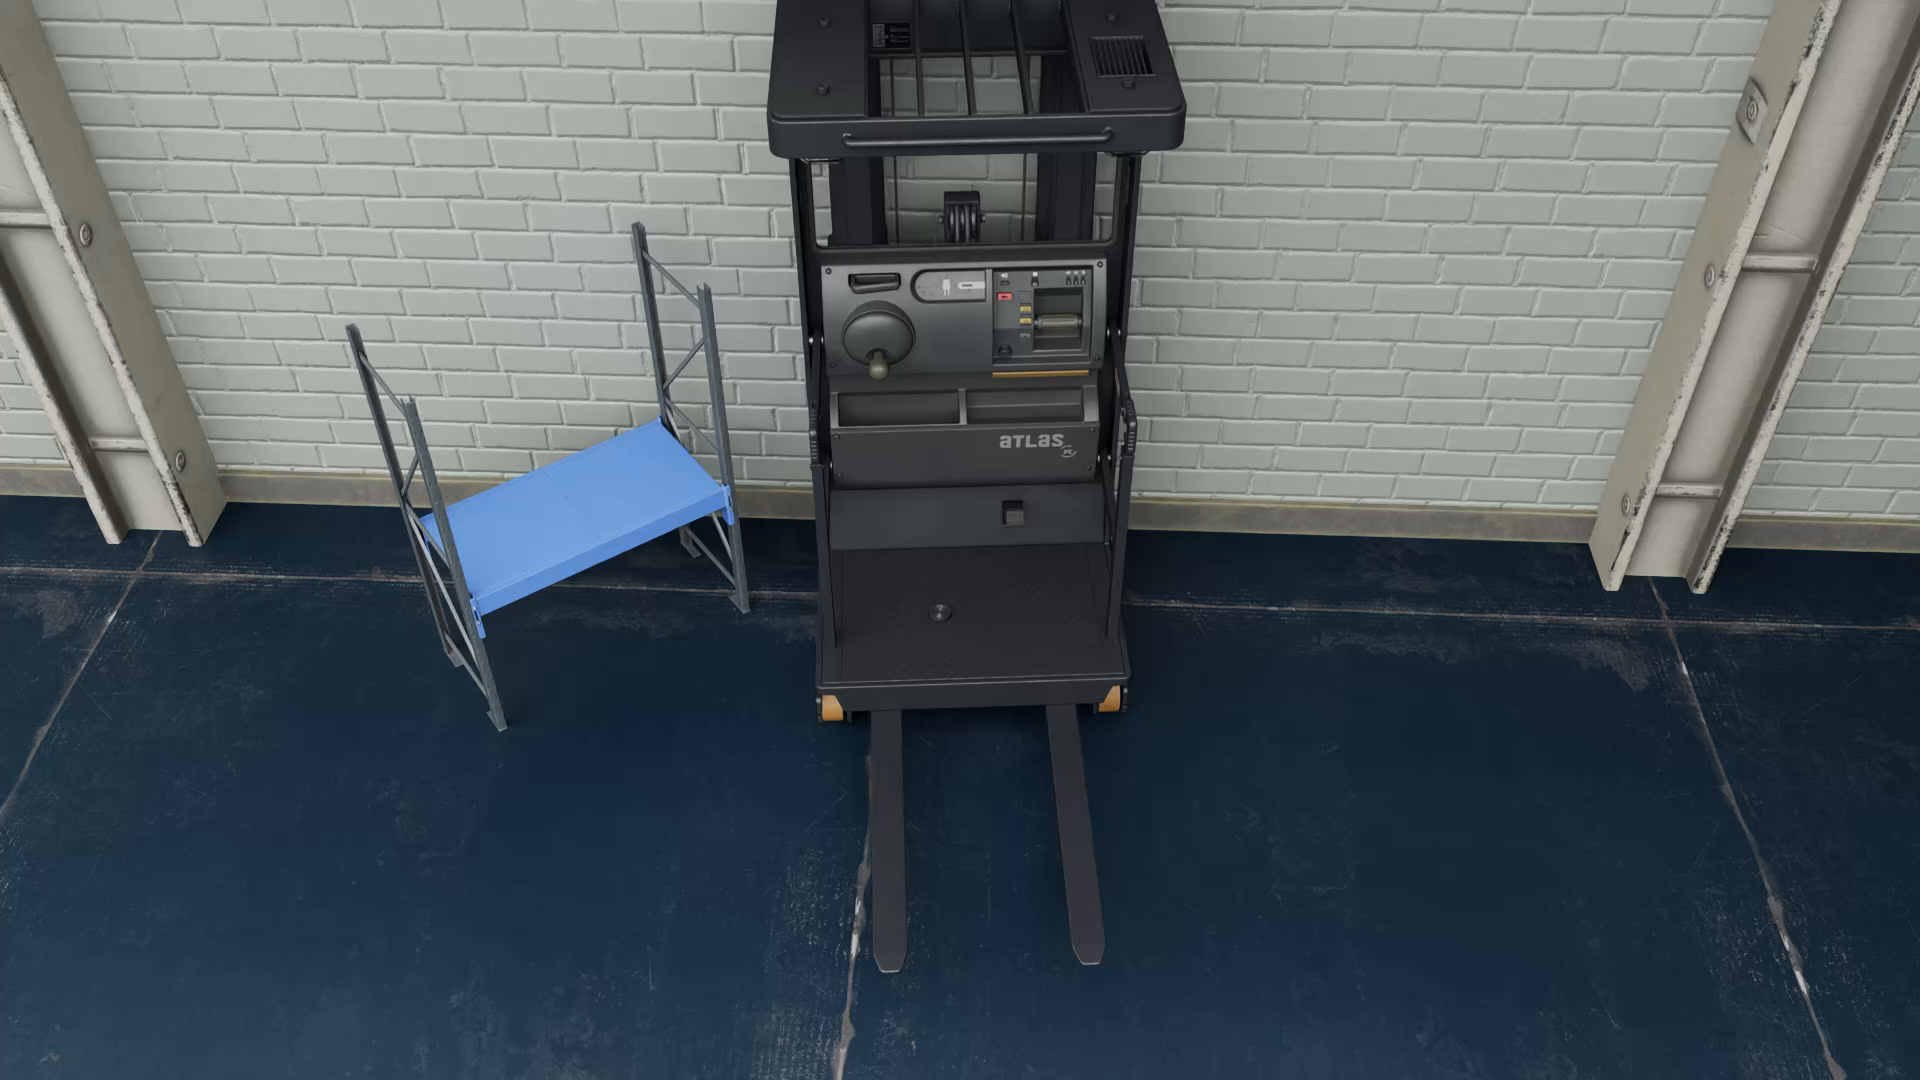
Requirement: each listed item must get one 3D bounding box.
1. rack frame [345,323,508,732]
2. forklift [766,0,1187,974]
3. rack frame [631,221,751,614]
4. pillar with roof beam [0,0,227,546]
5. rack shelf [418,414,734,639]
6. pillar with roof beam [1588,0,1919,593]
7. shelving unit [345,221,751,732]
[{"bbox_3d":[-1.795,0.002,5.648,0.032,1.500,0.500,-26,49,-25],"label":"rack frame"},{"bbox_3d":[0.027,-0.644,5.291,1.130,2.935,3.031,-2,43,-2],"label":"forklift"},{"bbox_3d":[-0.972,-0.405,6.084,0.032,1.500,0.500,-26,49,-25],"label":"rack frame"},{"bbox_3d":[-3.448,-0.447,0.628,0.400,9.000,9.100,2,43,2],"label":"pillar with roof beam"},{"bbox_3d":[-1.384,-0.070,5.989,1.000,0.185,0.538,-26,49,-25],"label":"rack shelf"},{"bbox_3d":[2.546,-0.263,0.430,0.400,9.000,9.100,2,43,2],"label":"pillar with roof beam"},{"bbox_3d":[-1.384,-0.202,5.866,1.048,1.500,0.538,-26,49,-25],"label":"shelving unit"}]
